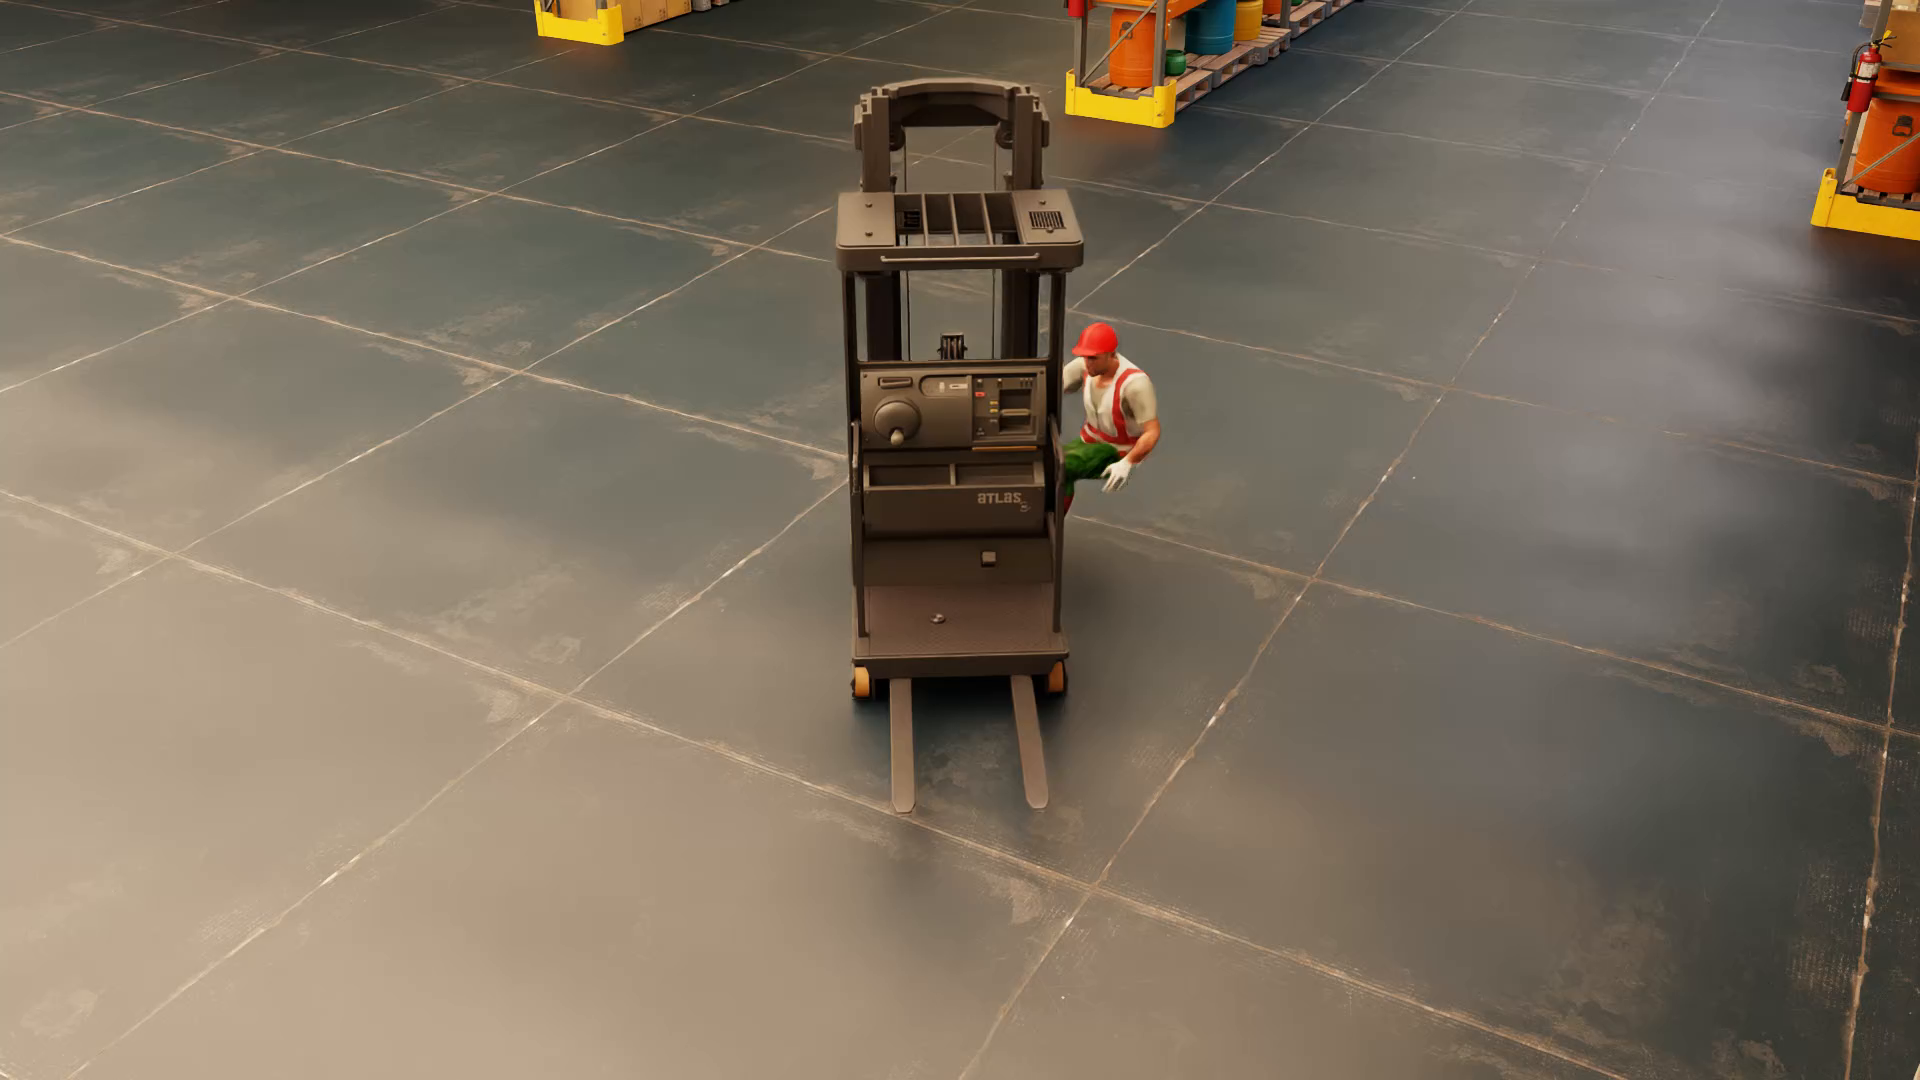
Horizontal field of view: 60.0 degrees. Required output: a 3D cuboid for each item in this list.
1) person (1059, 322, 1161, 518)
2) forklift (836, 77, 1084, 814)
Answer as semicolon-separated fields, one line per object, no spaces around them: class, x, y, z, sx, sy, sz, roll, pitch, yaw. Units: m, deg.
person;0.654;-0.461;9.348;0.897;1.553;0.787;-26;39;-37
forklift;-0.018;-0.619;8.143;1.130;2.935;3.031;-1;30;-2
